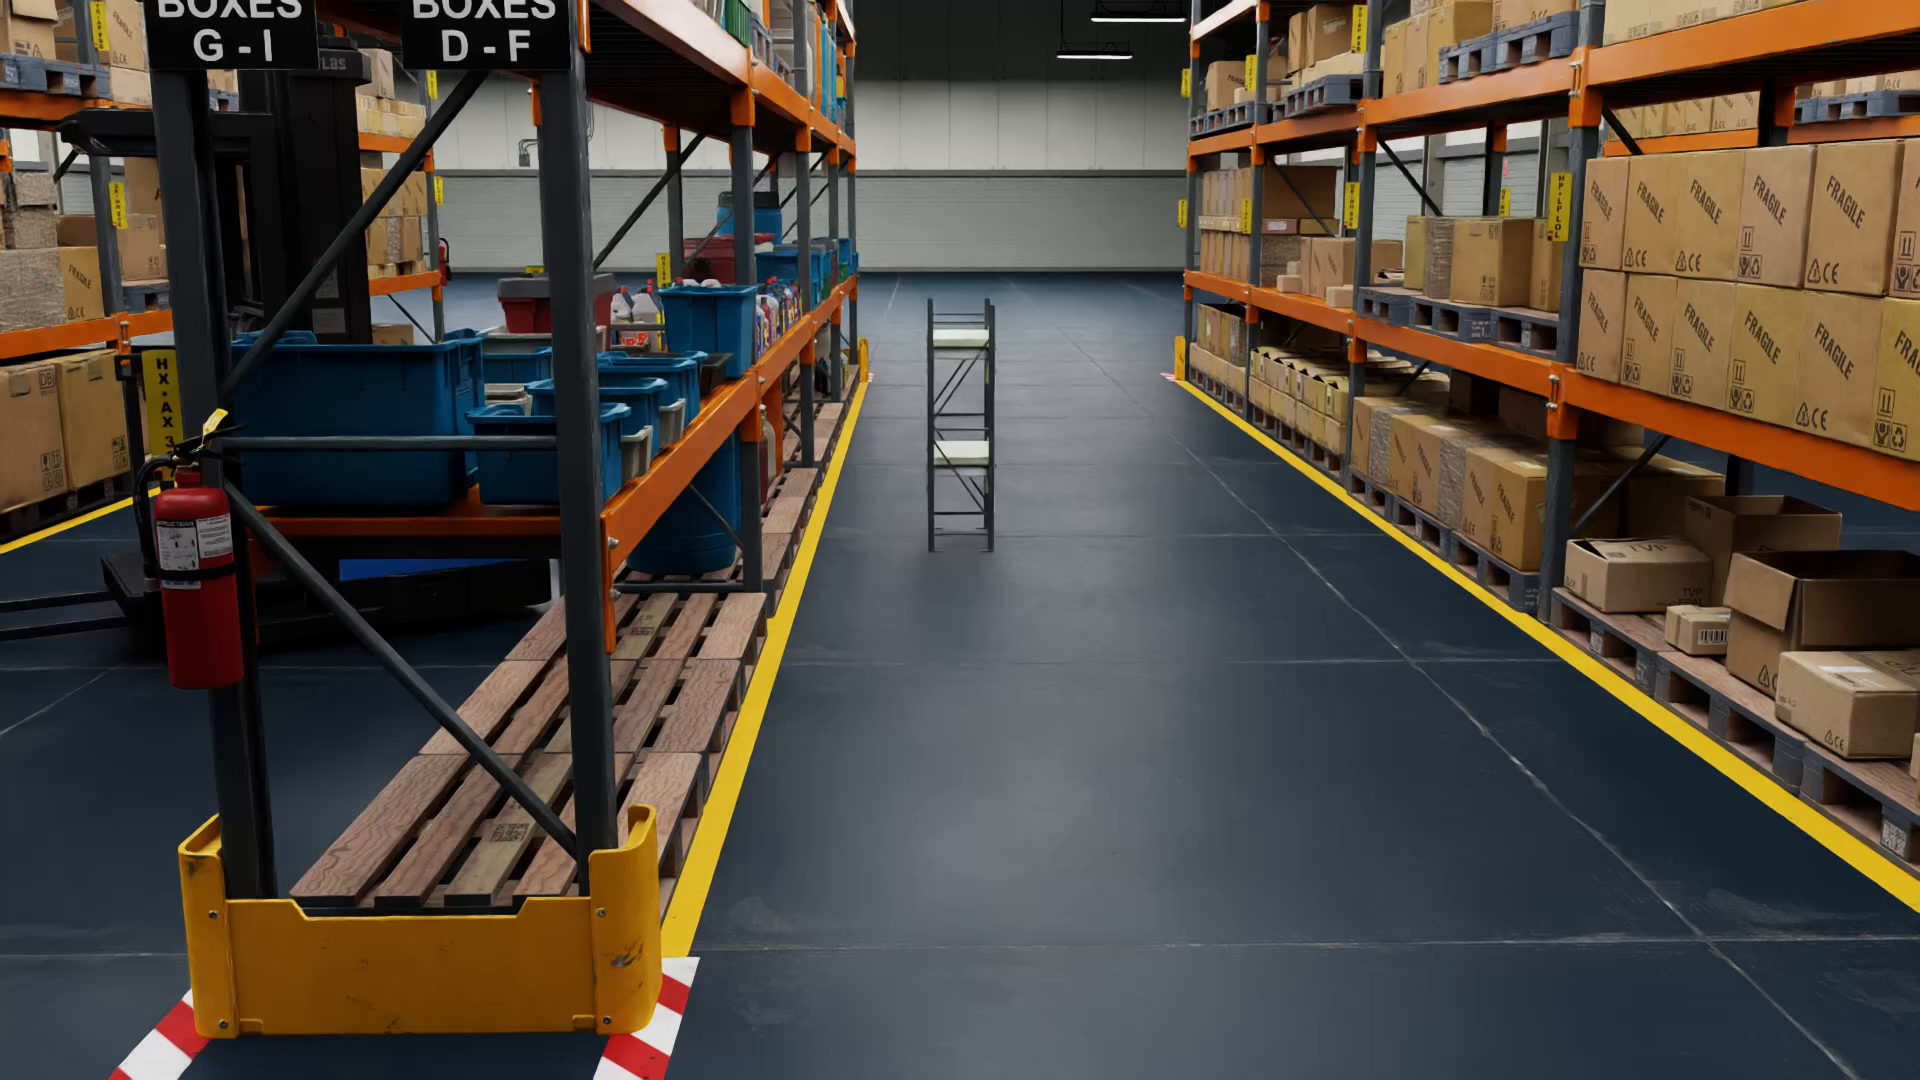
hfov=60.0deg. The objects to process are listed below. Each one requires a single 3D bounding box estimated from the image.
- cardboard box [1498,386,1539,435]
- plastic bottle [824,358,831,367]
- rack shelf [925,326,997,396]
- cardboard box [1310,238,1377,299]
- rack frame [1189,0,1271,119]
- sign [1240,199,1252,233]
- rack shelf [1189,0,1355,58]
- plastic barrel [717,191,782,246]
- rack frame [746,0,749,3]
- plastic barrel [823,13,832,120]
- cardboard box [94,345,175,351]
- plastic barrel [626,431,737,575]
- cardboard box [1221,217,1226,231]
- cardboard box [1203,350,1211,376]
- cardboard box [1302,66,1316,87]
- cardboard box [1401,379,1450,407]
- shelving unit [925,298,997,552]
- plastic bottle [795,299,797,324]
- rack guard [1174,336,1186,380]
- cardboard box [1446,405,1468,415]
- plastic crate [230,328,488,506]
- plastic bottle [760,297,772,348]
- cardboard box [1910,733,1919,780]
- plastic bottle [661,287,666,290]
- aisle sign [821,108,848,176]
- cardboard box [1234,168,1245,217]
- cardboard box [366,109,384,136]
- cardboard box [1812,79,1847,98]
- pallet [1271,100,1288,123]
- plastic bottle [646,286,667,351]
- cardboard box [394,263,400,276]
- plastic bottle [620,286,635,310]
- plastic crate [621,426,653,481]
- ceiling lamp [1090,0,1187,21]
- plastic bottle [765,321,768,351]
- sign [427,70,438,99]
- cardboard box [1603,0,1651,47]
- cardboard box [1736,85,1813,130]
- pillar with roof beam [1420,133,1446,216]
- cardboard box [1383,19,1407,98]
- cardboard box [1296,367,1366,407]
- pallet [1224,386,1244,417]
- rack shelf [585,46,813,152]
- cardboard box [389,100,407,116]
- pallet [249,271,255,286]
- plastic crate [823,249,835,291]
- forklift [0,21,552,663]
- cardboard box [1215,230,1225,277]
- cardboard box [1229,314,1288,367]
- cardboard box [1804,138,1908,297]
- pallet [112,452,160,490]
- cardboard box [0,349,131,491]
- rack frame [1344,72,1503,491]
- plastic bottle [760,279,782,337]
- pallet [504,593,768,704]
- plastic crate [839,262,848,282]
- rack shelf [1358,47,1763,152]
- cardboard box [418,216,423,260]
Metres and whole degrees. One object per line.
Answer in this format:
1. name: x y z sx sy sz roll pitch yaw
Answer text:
1. cardboard box: 3.660 -0.802 10.260 0.500 0.250 0.500 0 11 -2
2. plastic bottle: -1.422 -1.778 17.522 0.152 0.276 0.135 0 11 -1
3. rack shelf: 0.000 -1.119 10.339 0.431 0.370 0.720 0 11 -1
4. cardboard box: 3.313 -2.330 14.249 0.500 0.500 0.500 0 11 -1
5. rack frame: 3.210 -6.373 19.341 1.000 3.000 0.127 0 11 -1
6. sign: 2.738 -3.099 15.912 0.100 0.325 0.005 0 11 -1
7. rack shelf: 3.251 -5.427 17.493 1.077 0.370 4.000 0 11 -1
8. plastic barrel: -1.955 -2.786 15.487 0.600 0.901 0.708 0 11 -1
9. rack frame: -1.495 -3.968 7.487 1.000 3.000 0.127 0 11 -1
10. plastic barrel: -1.419 -4.104 14.439 0.600 0.901 0.600 0 11 0
11. cardboard box: -6.594 -1.400 13.208 0.500 0.250 0.500 1 12 5
12. plastic barrel: -1.489 -0.314 8.783 0.600 0.901 0.708 0 11 -1
13. cardboard box: 3.034 -3.416 17.968 0.380 0.149 0.250 0 11 -1
14. cardboard box: 3.022 -1.985 18.660 0.500 0.250 0.500 0 11 -1
15. cardboard box: 3.310 -4.009 14.551 0.500 0.250 0.500 -1 12 -7
16. cardboard box: 3.658 -1.081 12.794 0.500 0.311 0.500 0 11 1
17. shelving unit: 0.000 -0.736 10.417 0.431 1.500 0.755 0 11 -1
18. plastic bottle: -1.151 -1.559 11.200 0.097 0.201 0.097 0 11 0
19. rack guard: 3.209 -2.213 20.210 1.175 0.500 0.348 0 11 -1
20. cardboard box: 3.629 -0.649 11.392 0.500 0.500 0.500 0 11 1
21. plastic crate: -1.606 -0.346 4.479 0.616 0.435 0.499 0 11 -1
22. plastic bottle: -1.094 -1.222 9.333 0.061 0.283 0.133 0 11 -1
23. cardboard box: 3.364 0.732 5.425 0.380 0.166 0.250 0 11 -1
24. plastic bottle: -1.899 -1.485 10.660 0.097 0.271 0.097 0 11 0
25. aisle sign: -1.447 -4.703 19.659 0.394 0.787 0.004 0 11 -1
26. cardboard box: 3.256 -3.611 17.300 0.700 0.500 0.500 0 11 -1
27. cardboard box: -6.400 -4.394 17.506 0.500 0.250 0.500 0 11 -2
28. cardboard box: 8.176 -4.275 15.235 0.500 0.500 0.500 1 12 7
29. pallet: 3.324 -3.839 14.875 0.805 0.209 1.217 -1 11 -3
30. plastic bottle: -1.700 -1.223 9.166 0.144 0.351 0.185 0 11 -1
31. cardboard box: -6.468 -3.016 18.511 0.380 0.149 0.250 0 11 -1
32. plastic bottle: -1.845 -1.222 9.163 0.144 0.351 0.185 0 11 -1
33. plastic crate: -1.012 -0.248 4.749 0.250 0.136 0.298 0 11 -1
34. ceiling lamp: 3.730 -12.484 34.778 2.000 3.185 0.800 0 11 -1
35. plastic bottle: -1.108 -1.140 9.132 0.097 0.201 0.097 0 11 0
36. sign: -6.139 -5.296 19.346 0.100 0.325 0.005 0 11 -1
37. cardboard box: 3.220 -2.347 7.415 0.500 0.250 0.500 0 11 -1
38. cardboard box: 7.987 -4.288 16.305 0.500 0.500 0.500 0 11 0
39. pillar with roof beam: 4.490 -8.627 30.448 9.100 9.000 0.400 0 11 -1
40. cardboard box: 3.418 -3.275 11.364 0.910 0.500 0.500 0 11 -1
41. cardboard box: 3.093 -1.283 13.787 0.500 0.311 0.500 0 11 -2
42. pallet: 3.318 -1.430 17.076 1.003 0.211 1.213 0 11 -1
43. rack shelf: -1.536 -2.543 9.816 1.077 0.370 4.000 0 11 -1
44. cardboard box: -6.344 -4.775 18.383 0.380 0.149 0.250 0 11 -1
45. pallet: -6.742 -2.352 15.089 1.003 0.211 1.213 0 11 -1
46. plastic crate: -1.326 -2.393 14.849 0.392 0.384 0.575 0 11 -1
47. forklift: -3.644 -0.971 7.972 3.031 2.935 1.130 -7 14 -32
48. cardboard box: 3.227 -3.186 18.469 0.700 0.500 0.500 0 11 -1
49. cardboard box: 3.066 -2.055 17.116 0.500 0.500 0.500 0 11 -1
50. cardboard box: 3.230 -1.083 5.585 0.500 0.500 0.500 0 11 0
51. pallet: -6.544 -0.592 12.945 1.003 0.211 1.213 0 11 -1
52. cardboard box: -6.536 -0.830 11.395 1.225 0.875 0.875 -1 11 -4
53. rack frame: 3.375 -1.843 12.099 1.000 3.000 0.127 0 11 -1
54. plastic bottle: -1.151 -1.398 10.031 0.144 0.351 0.185 0 11 -1
55. pallet: -1.441 0.484 7.641 1.003 0.211 1.213 0 11 -1
56. plastic crate: -1.406 -2.786 17.279 0.450 0.188 0.662 0 11 -1
57. rack shelf: 3.416 -2.563 9.913 1.077 0.370 4.000 0 11 -1
58. cardboard box: -6.711 -3.479 19.162 0.875 0.500 0.500 0 11 -1
